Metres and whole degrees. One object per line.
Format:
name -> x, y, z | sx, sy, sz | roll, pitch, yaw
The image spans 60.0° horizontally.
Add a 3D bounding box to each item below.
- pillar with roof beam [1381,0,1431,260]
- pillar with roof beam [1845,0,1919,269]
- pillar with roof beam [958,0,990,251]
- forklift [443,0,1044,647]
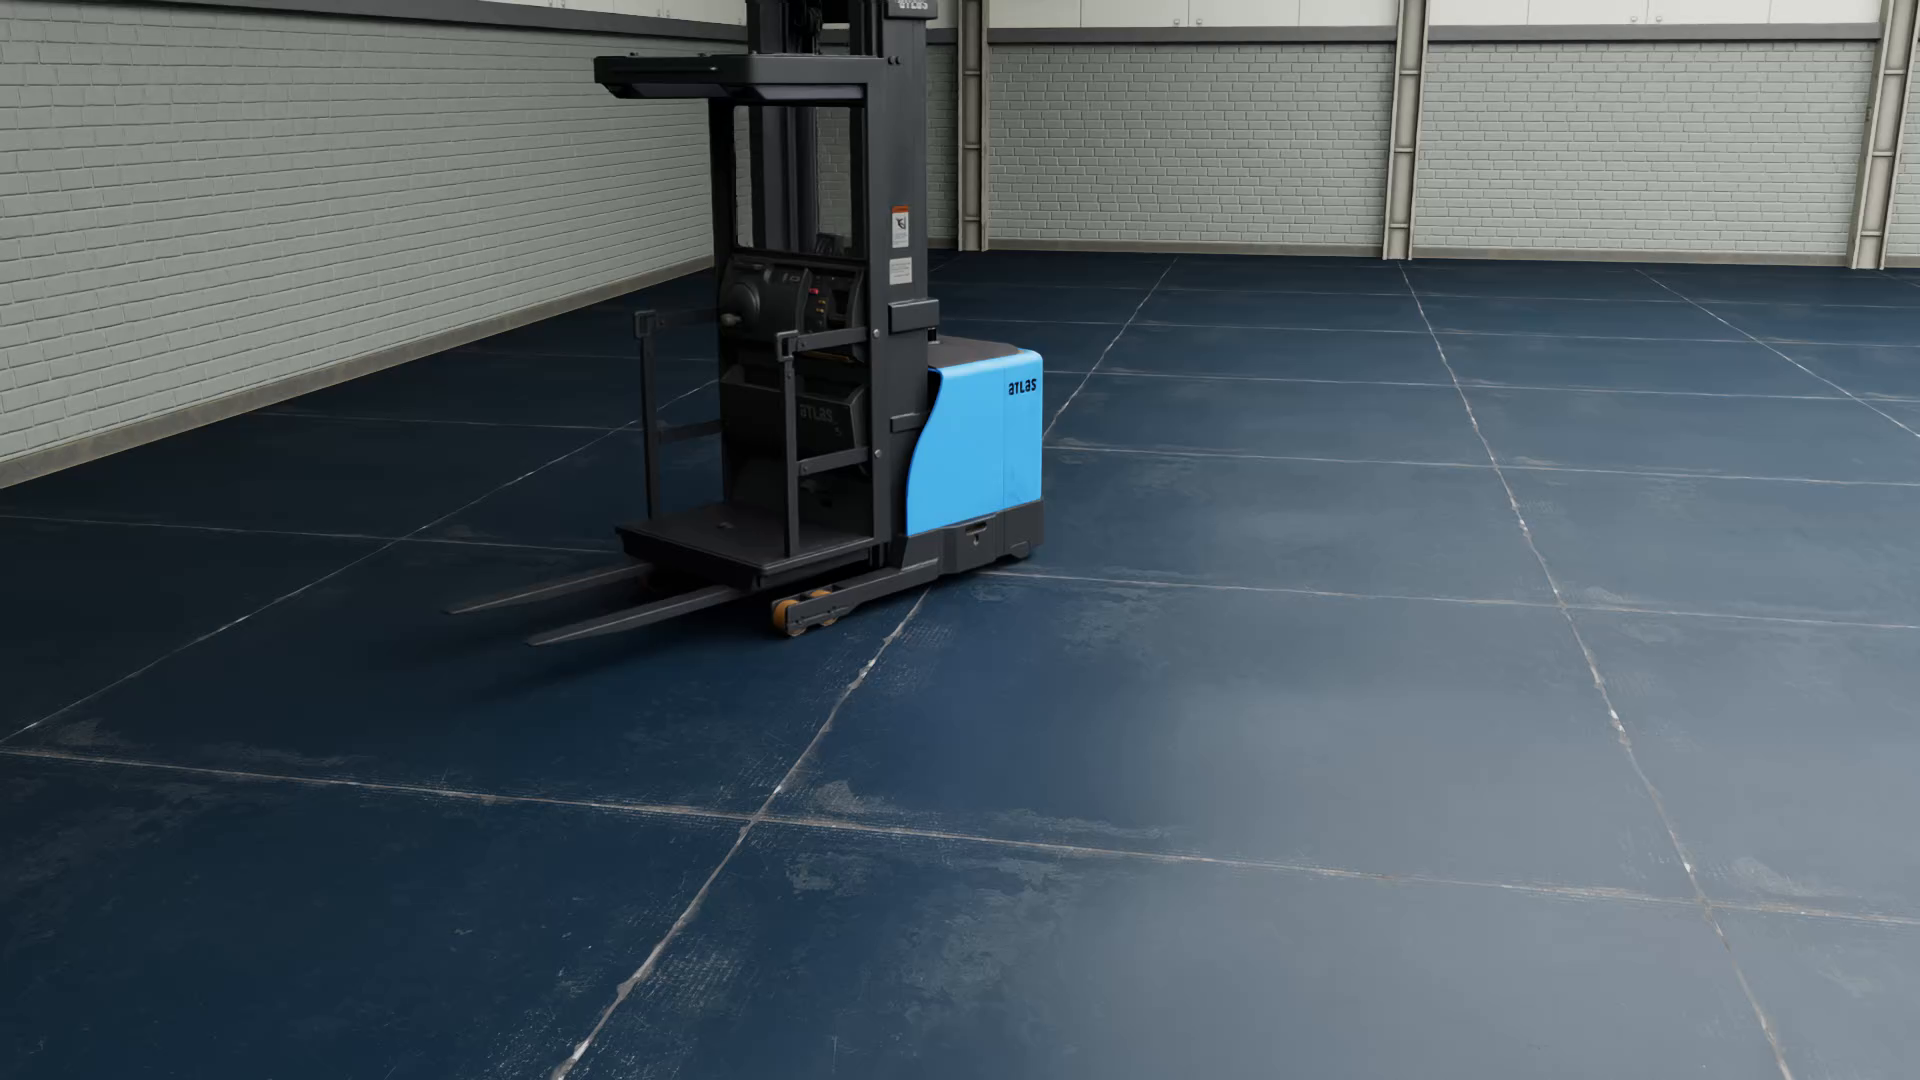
pillar with roof beam -> 5.216, -7.129, 17.872 | 0.400, 9.000, 9.100 | 3, 16, 11
pillar with roof beam -> 11.096, -6.810, 16.720 | 0.400, 9.000, 9.100 | 3, 16, 11
pillar with roof beam -> -0.663, -7.448, 19.024 | 0.400, 9.000, 9.100 | 3, 16, 11
forklift -> -0.931, -1.134, 7.596 | 1.130, 2.935, 3.031 | 14, 21, 41
